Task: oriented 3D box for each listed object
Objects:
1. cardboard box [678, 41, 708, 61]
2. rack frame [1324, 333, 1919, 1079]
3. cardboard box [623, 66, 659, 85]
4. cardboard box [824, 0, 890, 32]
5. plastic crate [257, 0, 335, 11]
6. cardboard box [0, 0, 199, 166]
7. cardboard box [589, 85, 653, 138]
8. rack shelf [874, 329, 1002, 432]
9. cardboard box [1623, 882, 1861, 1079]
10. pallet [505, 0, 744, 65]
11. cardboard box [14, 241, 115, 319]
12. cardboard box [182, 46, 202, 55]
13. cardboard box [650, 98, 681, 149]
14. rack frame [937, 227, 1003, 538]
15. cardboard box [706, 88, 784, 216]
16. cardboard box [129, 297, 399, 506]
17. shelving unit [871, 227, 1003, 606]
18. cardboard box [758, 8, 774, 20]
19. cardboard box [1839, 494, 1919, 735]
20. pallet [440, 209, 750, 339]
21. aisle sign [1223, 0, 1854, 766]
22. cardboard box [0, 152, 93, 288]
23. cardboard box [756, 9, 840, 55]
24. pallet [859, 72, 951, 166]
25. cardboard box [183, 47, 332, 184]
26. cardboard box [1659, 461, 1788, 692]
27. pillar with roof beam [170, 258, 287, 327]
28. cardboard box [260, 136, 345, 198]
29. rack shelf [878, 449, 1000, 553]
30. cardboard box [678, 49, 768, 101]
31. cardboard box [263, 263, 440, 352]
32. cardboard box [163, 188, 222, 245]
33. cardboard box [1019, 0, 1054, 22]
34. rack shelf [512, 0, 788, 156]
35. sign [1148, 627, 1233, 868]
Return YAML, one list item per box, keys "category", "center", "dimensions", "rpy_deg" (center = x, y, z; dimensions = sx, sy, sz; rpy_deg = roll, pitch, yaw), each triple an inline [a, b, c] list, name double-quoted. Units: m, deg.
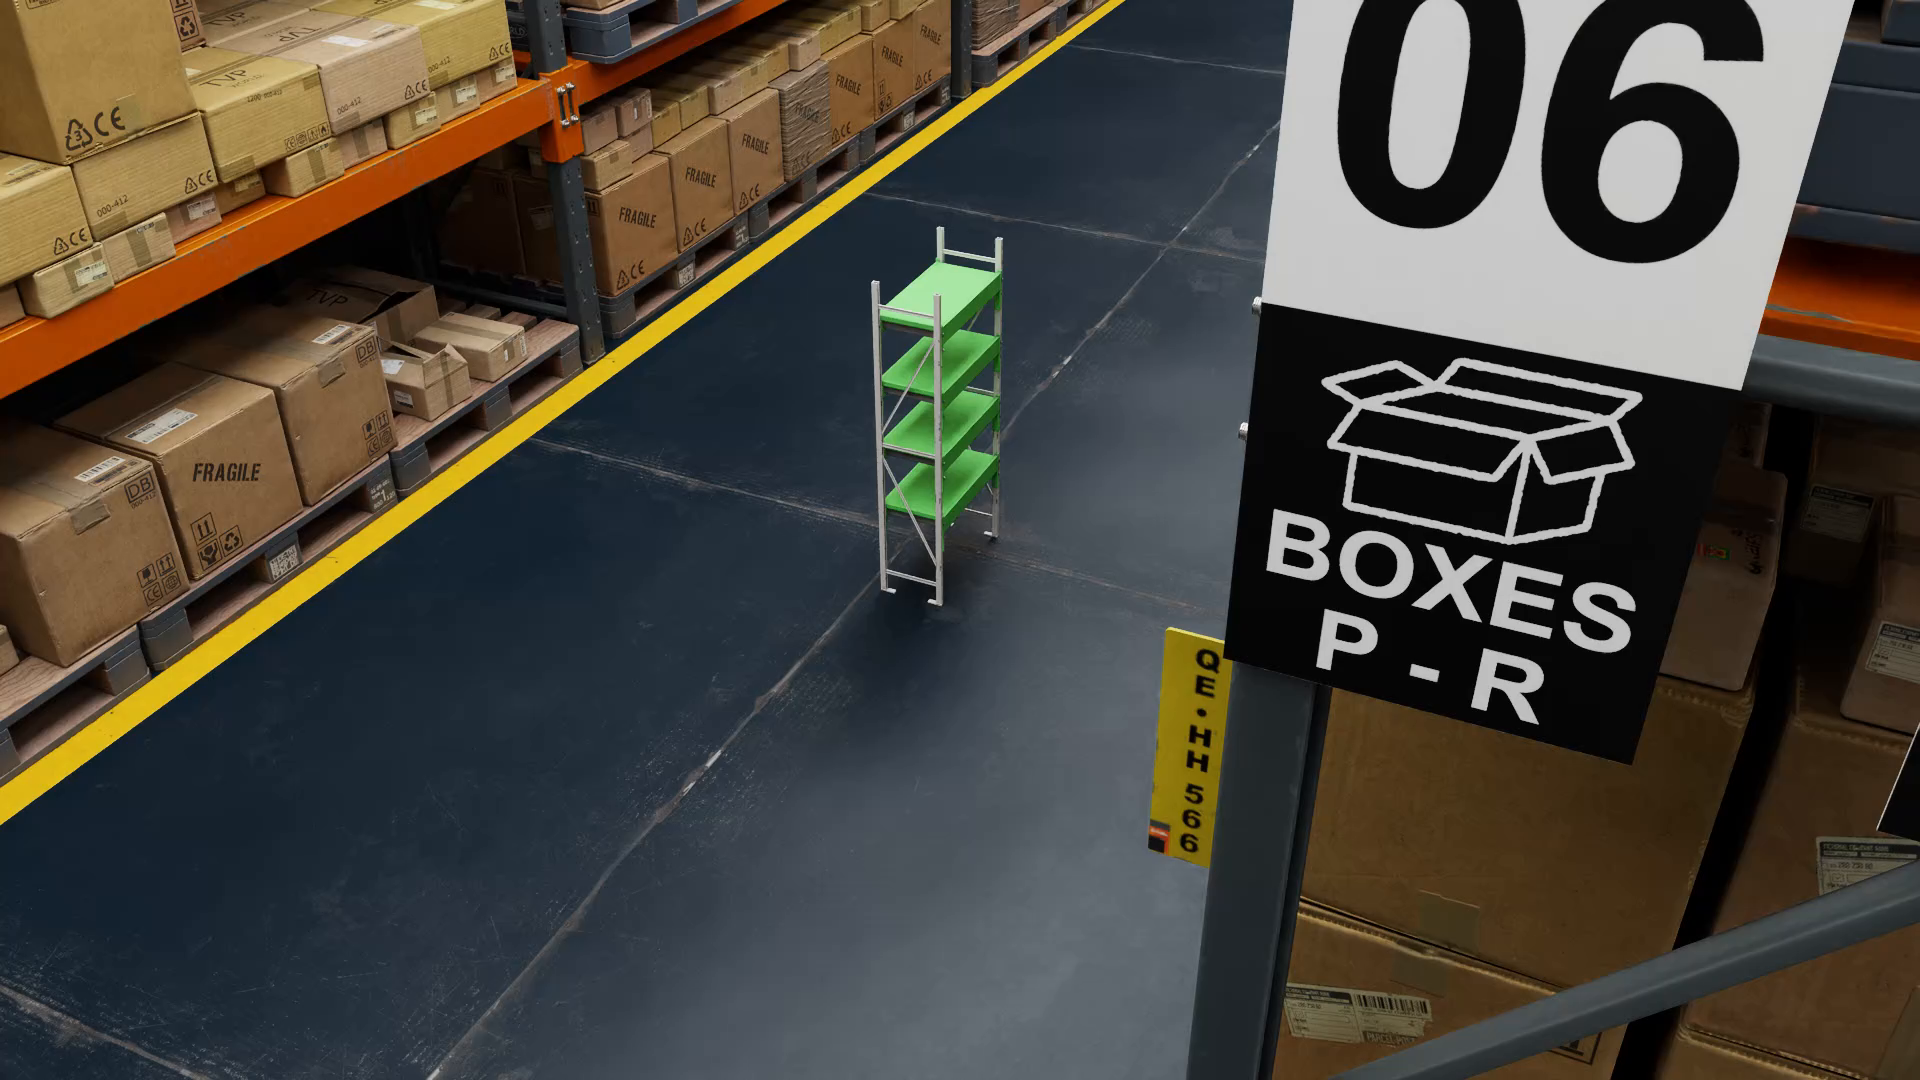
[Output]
- category: "cardboard box"
  center: [-1.552, -2.597, 8.780]
  dimensions: [0.380, 0.149, 0.250]
  rpy_deg: [13, 35, 19]
- category: "rack frame"
  center: [0.753, 0.956, 2.056]
  dimensions: [0.949, 2.616, 0.053]
  rpy_deg: [14, 36, 20]
- category: "cardboard box"
  center: [-1.742, -2.337, 8.383]
  dimensions: [0.380, 0.149, 0.250]
  rpy_deg: [15, 36, 22]
- category: "cardboard box"
  center: [-0.619, -2.998, 9.391]
  dimensions: [0.380, 0.149, 0.250]
  rpy_deg: [13, 35, 19]
- category: "plastic crate"
  center: [-2.532, -2.049, 6.505]
  dimensions: [0.505, 0.250, 0.505]
  rpy_deg: [14, 36, 20]
- category: "cardboard box"
  center: [-2.692, -1.467, 4.933]
  dimensions: [0.500, 0.500, 0.500]
  rpy_deg: [15, 36, 22]
- category: "cardboard box"
  center: [-1.623, -1.956, 7.532]
  dimensions: [0.380, 0.149, 0.250]
  rpy_deg: [12, 35, 18]
- category: "rack shelf"
  center: [-0.069, -0.567, 5.699]
  dimensions: [0.258, 0.148, 0.480]
  rpy_deg: [14, 36, 20]
- category: "cardboard box"
  center: [1.218, 0.742, 2.292]
  dimensions: [0.500, 0.500, 0.500]
  rpy_deg: [14, 36, 20]
- category: "pallet"
  center: [-1.646, -2.465, 7.449]
  dimensions: [1.003, 0.211, 1.213]
  rpy_deg: [14, 36, 20]
- category: "cardboard box"
  center: [-2.783, -0.806, 4.973]
  dimensions: [0.380, 0.149, 0.250]
  rpy_deg: [13, 35, 19]
- category: "cardboard box"
  center: [-2.954, -1.541, 5.731]
  dimensions: [0.500, 0.250, 0.500]
  rpy_deg: [15, 36, 22]
- category: "cardboard box"
  center: [-1.546, -1.978, 7.835]
  dimensions: [0.380, 0.149, 0.250]
  rpy_deg: [12, 35, 18]
- category: "rack frame"
  center: [0.033, -0.541, 5.981]
  dimensions: [0.240, 1.200, 0.015]
  rpy_deg: [14, 36, 20]
- category: "cardboard box"
  center: [-1.247, -2.007, 8.472]
  dimensions: [0.500, 0.500, 0.500]
  rpy_deg: [13, 35, 19]
- category: "cardboard box"
  center: [-2.584, -0.527, 6.215]
  dimensions: [0.700, 0.500, 0.500]
  rpy_deg: [13, 35, 19]
- category: "shelving unit"
  center: [-0.069, -0.419, 5.795]
  dimensions: [0.258, 1.200, 0.503]
  rpy_deg: [14, 36, 20]
- category: "cardboard box"
  center: [-1.273, -2.995, 9.387]
  dimensions: [0.380, 0.149, 0.250]
  rpy_deg: [13, 35, 18]
- category: "cardboard box"
  center: [1.156, 0.112, 1.749]
  dimensions: [0.380, 0.149, 0.250]
  rpy_deg: [15, 36, 21]
- category: "pallet"
  center: [-1.774, -1.420, 8.223]
  dimensions: [1.003, 0.211, 1.213]
  rpy_deg: [14, 36, 20]
- category: "aisle sign"
  center: [0.445, -0.166, 1.396]
  dimensions: [0.394, 0.787, 0.004]
  rpy_deg: [14, 36, 20]
- category: "cardboard box"
  center: [-2.899, -0.910, 4.768]
  dimensions: [0.500, 0.250, 0.500]
  rpy_deg: [13, 36, 20]
- category: "cardboard box"
  center: [-0.875, -2.752, 9.017]
  dimensions: [0.380, 0.149, 0.250]
  rpy_deg: [14, 36, 20]
- category: "pallet"
  center: [-0.753, -2.635, 10.076]
  dimensions: [1.003, 0.211, 1.213]
  rpy_deg: [14, 36, 20]
- category: "cardboard box"
  center: [-2.488, -1.426, 5.555]
  dimensions: [0.500, 0.250, 0.500]
  rpy_deg: [14, 36, 20]
- category: "cardboard box"
  center: [0.725, 0.001, 1.918]
  dimensions: [0.380, 0.149, 0.250]
  rpy_deg: [15, 36, 21]
- category: "pillar with roof beam"
  center: [0.720, -3.553, 3.463]
  dimensions: [9.100, 9.000, 0.400]
  rpy_deg: [14, 36, 20]
- category: "cardboard box"
  center: [-2.376, -1.323, 5.761]
  dimensions: [0.380, 0.149, 0.250]
  rpy_deg: [14, 36, 20]
- category: "rack shelf"
  center: [-0.069, -0.165, 5.962]
  dimensions: [0.258, 0.148, 0.480]
  rpy_deg: [14, 36, 20]
- category: "cardboard box"
  center: [-1.199, -2.356, 8.413]
  dimensions: [0.380, 0.149, 0.250]
  rpy_deg: [15, 36, 22]
- category: "cardboard box"
  center: [-2.571, -0.949, 7.030]
  dimensions: [0.500, 0.311, 0.500]
  rpy_deg: [15, 36, 22]
- category: "cardboard box"
  center: [-2.646, -1.086, 5.400]
  dimensions: [0.380, 0.149, 0.250]
  rpy_deg: [14, 36, 20]
- category: "cardboard box"
  center: [0.133, -3.982, 11.369]
  dimensions: [0.875, 0.625, 0.625]
  rpy_deg: [15, 36, 22]
- category: "rack shelf"
  center: [-1.243, -2.867, 8.544]
  dimensions: [1.077, 0.370, 4.000]
  rpy_deg: [14, 36, 20]
- category: "sign"
  center: [0.269, 0.242, 1.873]
  dimensions: [0.100, 0.325, 0.005]
  rpy_deg: [14, 36, 20]
